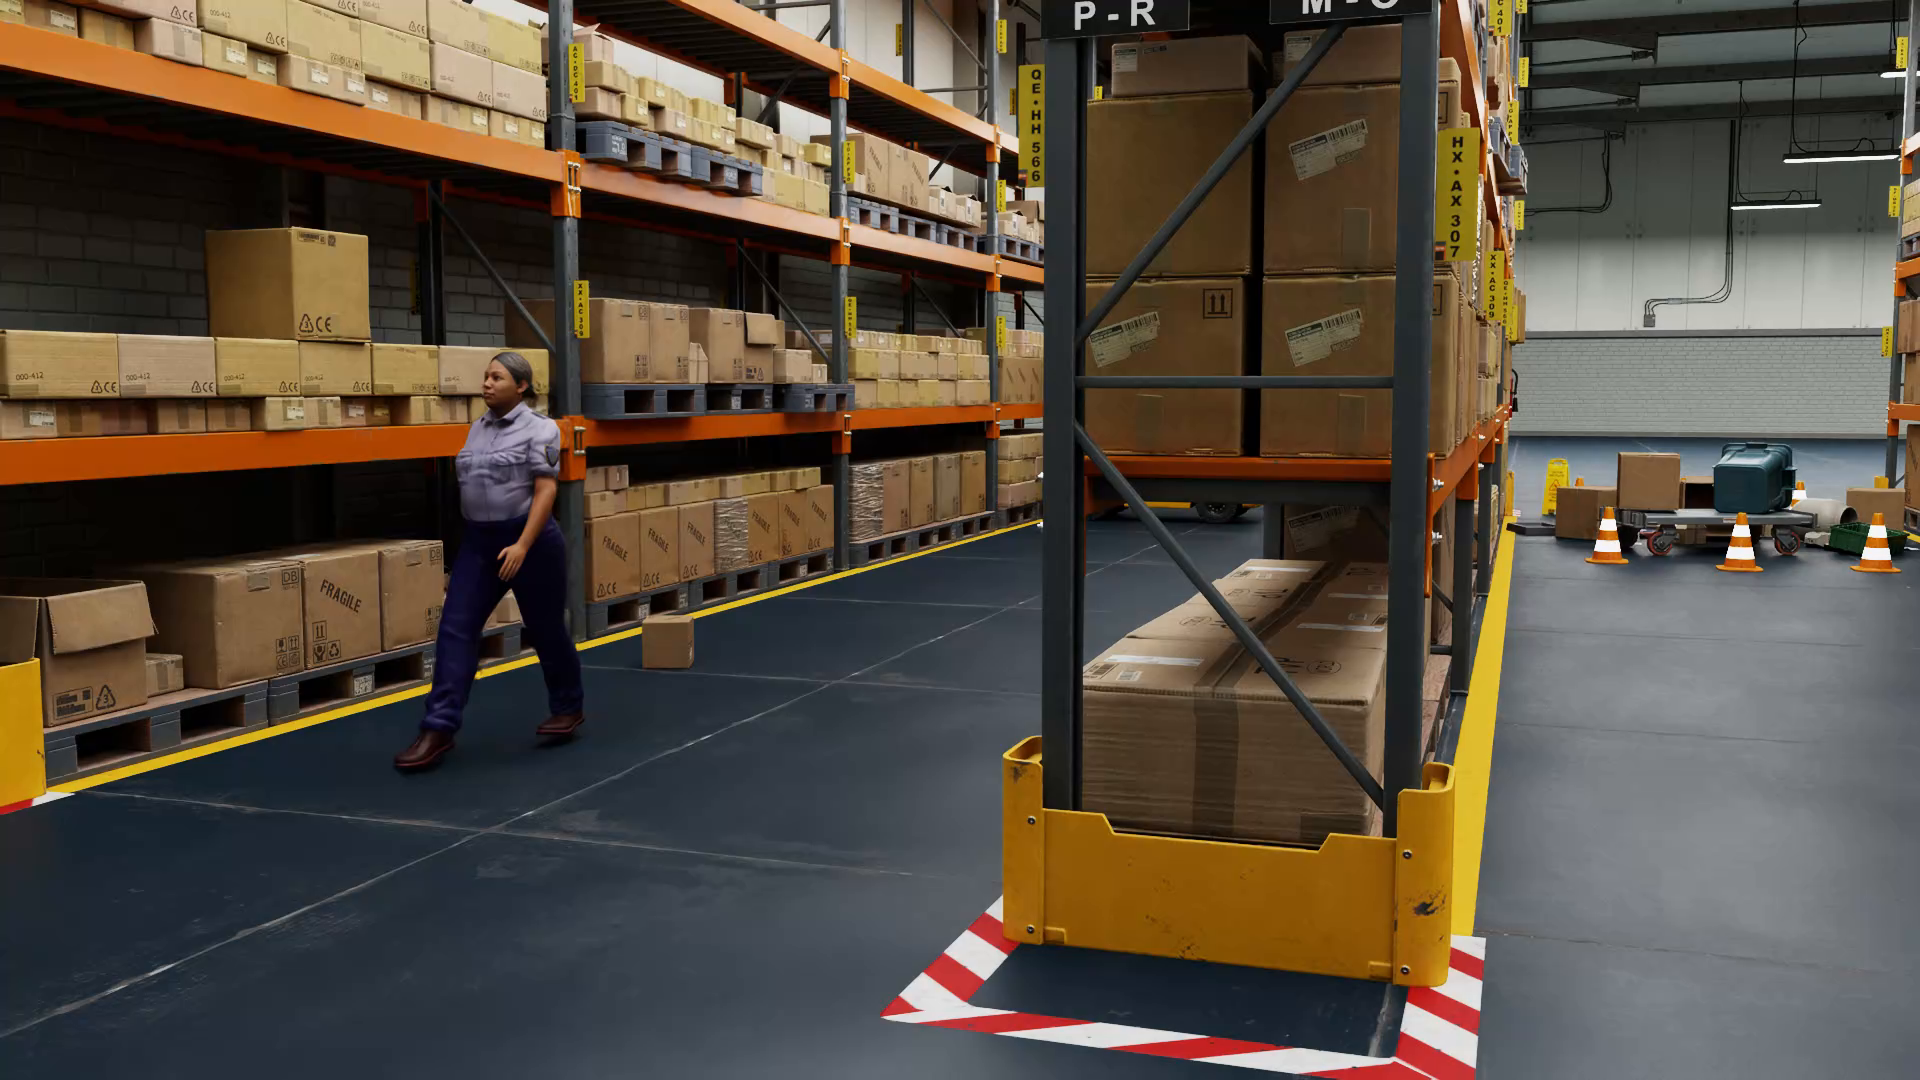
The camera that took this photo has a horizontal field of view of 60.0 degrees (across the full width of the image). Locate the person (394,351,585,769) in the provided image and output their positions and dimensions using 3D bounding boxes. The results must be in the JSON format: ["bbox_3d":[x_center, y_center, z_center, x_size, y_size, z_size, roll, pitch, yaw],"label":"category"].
[{"bbox_3d":[-1.858,0.049,6.697,0.484,1.612,0.930,2,6,23],"label":"person"}]
